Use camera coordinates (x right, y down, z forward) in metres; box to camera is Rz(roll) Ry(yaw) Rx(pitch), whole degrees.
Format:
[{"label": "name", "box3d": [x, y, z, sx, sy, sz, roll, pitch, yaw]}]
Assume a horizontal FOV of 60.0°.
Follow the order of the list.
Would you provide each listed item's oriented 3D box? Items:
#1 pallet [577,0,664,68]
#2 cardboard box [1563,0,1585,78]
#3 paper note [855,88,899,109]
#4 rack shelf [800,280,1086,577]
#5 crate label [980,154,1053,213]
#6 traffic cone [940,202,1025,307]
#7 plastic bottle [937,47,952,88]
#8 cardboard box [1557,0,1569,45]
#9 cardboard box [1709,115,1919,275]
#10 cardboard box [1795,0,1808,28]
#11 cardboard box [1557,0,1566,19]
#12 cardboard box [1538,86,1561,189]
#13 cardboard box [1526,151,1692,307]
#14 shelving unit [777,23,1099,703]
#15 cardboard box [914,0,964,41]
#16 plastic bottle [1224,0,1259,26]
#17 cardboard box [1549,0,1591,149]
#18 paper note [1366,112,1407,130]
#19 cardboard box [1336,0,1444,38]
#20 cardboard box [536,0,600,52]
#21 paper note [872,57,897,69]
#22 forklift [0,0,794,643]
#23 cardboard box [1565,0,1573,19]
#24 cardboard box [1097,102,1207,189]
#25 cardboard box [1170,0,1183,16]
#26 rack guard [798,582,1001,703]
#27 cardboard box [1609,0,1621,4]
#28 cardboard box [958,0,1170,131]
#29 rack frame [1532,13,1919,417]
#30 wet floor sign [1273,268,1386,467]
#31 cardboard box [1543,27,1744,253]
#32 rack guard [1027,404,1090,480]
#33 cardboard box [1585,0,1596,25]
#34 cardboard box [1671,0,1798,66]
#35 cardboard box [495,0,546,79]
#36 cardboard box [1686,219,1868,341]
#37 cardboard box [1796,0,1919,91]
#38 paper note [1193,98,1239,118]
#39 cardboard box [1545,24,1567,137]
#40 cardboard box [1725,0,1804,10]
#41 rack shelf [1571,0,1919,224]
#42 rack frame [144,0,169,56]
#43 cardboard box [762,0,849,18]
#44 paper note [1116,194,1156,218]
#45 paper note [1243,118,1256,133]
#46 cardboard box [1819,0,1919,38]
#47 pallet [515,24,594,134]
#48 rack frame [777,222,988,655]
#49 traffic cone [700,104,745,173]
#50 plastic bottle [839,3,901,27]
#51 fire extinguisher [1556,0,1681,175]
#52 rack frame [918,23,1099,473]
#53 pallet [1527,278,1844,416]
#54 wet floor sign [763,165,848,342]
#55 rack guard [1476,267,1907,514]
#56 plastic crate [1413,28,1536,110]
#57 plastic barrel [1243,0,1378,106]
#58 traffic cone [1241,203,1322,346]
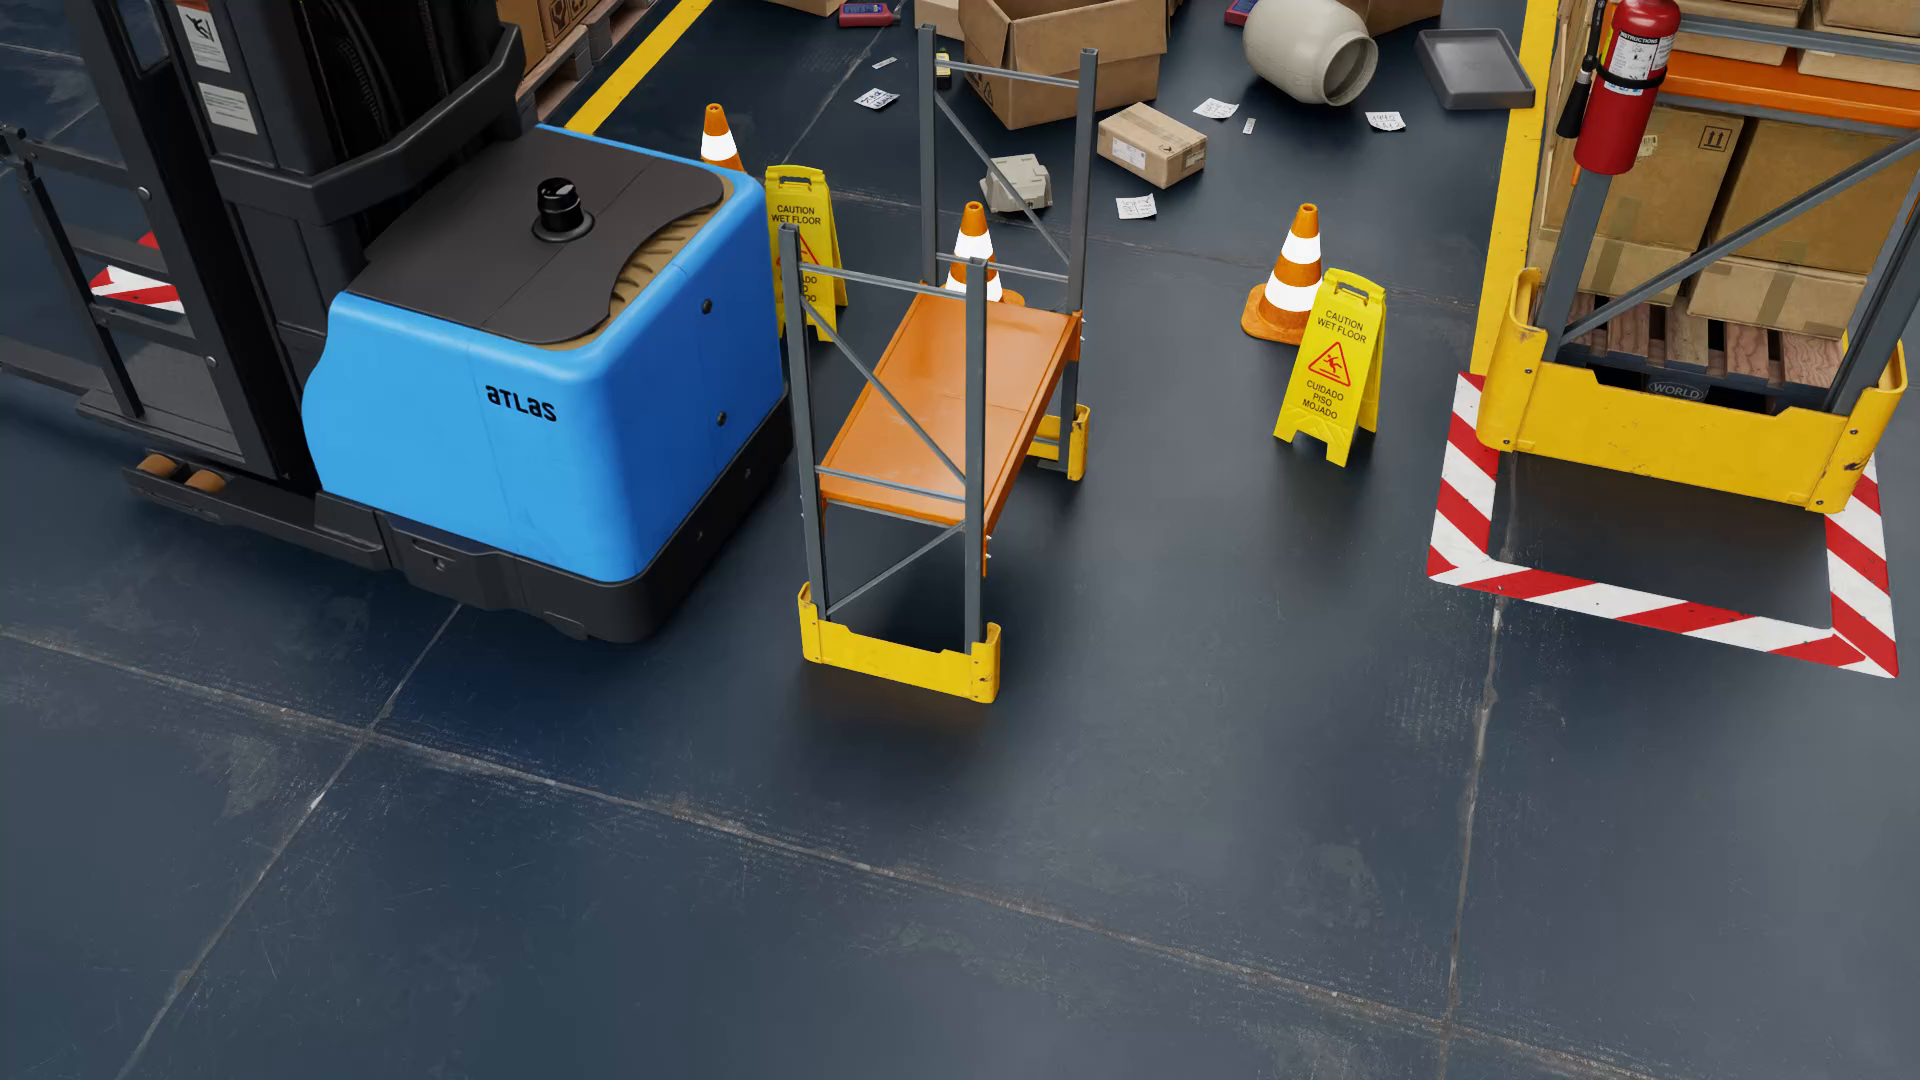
[{"label": "pallet", "box3d": [-1.899, -2.676, 7.834, 1.003, 0.211, 1.213, 13, 46, 13]}, {"label": "cardboard box", "box3d": [2.619, -2.040, 6.319, 0.500, 0.500, 0.500, 12, 46, 12]}, {"label": "paper note", "box3d": [-0.358, -1.909, 7.180, 0.144, 0.017, 0.142, 28, 51, 26]}, {"label": "rack shelf", "box3d": [-0.026, -0.351, 4.793, 0.538, 0.185, 1.000, 13, 46, 13]}, {"label": "crate label", "box3d": [0.229, -1.414, 6.597, 0.250, 0.136, 0.298, -9, 45, -9]}, {"label": "traffic cone", "box3d": [0.050, -0.993, 5.934, 0.336, 0.463, 0.334, 13, 46, 13]}, {"label": "plastic bottle", "box3d": [-0.108, -2.091, 7.343, 0.133, 0.061, 0.283, -2, 44, -2]}, {"label": "cardboard box", "box3d": [2.777, -2.117, 6.934, 0.500, 0.250, 0.500, 12, 46, 12]}, {"label": "cardboard box", "box3d": [2.825, -1.262, 5.525, 0.500, 0.500, 0.500, 11, 45, 11]}, {"label": "cardboard box", "box3d": [2.673, -1.596, 4.916, 0.380, 0.149, 0.250, 13, 46, 13]}, {"label": "cardboard box", "box3d": [2.935, -2.471, 7.296, 0.500, 0.250, 0.500, 15, 46, 15]}, {"label": "cardboard box", "box3d": [2.463, -1.438, 6.241, 0.500, 0.250, 0.500, 13, 46, 13]}, {"label": "cardboard box", "box3d": [2.306, -1.111, 5.906, 0.500, 0.250, 0.500, 12, 46, 12]}, {"label": "shelving unit", "box3d": [-0.023, -0.485, 4.674, 0.587, 1.500, 1.083, 13, 46, 13]}, {"label": "cardboard box", "box3d": [0.008, -2.466, 7.580, 0.396, 0.266, 0.258, 20, 48, 19]}, {"label": "plastic bottle", "box3d": [1.343, -2.485, 7.745, 0.133, 0.061, 0.283, 20, 48, 19]}, {"label": "cardboard box", "box3d": [2.459, -1.705, 5.977, 0.500, 0.500, 0.500, 14, 46, 14]}, {"label": "paper note", "box3d": [1.807, -1.784, 7.051, 0.142, 0.019, 0.148, -2, 44, -2]}, {"label": "cardboard box", "box3d": [1.900, -2.679, 7.629, 0.500, 0.500, 0.500, -24, 49, -22]}, {"label": "cardboard box", "box3d": [-2.031, -2.756, 7.141, 0.875, 0.875, 0.875, 12, 46, 12]}, {"label": "paper note", "box3d": [-0.336, -2.128, 7.418, 0.123, 0.001, 0.032, -33, 53, -29]}, {"label": "forklift", "box3d": [-2.111, -1.426, 4.612, 3.031, 2.935, 1.130, 17, 47, 16]}, {"label": "cardboard box", "box3d": [2.776, -2.393, 6.680, 0.500, 0.500, 0.500, 15, 46, 15]}, {"label": "cardboard box", "box3d": [0.782, -1.614, 6.793, 0.250, 0.149, 0.380, -33, 53, -29]}, {"label": "cardboard box", "box3d": [0.705, -2.820, 7.675, 0.797, 0.637, 0.503, 13, 46, 13]}, {"label": "rack guard", "box3d": [-0.174, 0.293, 4.771, 0.587, 0.250, 0.087, 13, 46, 13]}, {"label": "cardboard box", "box3d": [2.191, -1.729, 5.052, 0.380, 0.149, 0.250, 12, 46, 12]}, {"label": "cardboard box", "box3d": [0.429, -2.146, 7.084, 0.797, 0.503, 0.637, -16, 47, -16]}, {"label": "rack frame", "box3d": [2.310, -1.332, 4.466, 1.000, 3.000, 0.127, 13, 46, 13]}, {"label": "wet floor sign", "box3d": [1.233, -0.590, 5.392, 0.267, 0.644, 0.232, 28, 51, 26]}, {"label": "cardboard box", "box3d": [2.304, -1.356, 5.621, 0.500, 0.500, 0.500, 13, 46, 13]}, {"label": "rack guard", "box3d": [0.128, -0.370, 5.450, 0.587, 0.250, 0.087, 13, 46, 13]}, {"label": "cardboard box", "box3d": [2.352, -1.847, 5.658, 0.380, 0.149, 0.250, 14, 46, 14]}, {"label": "cardboard box", "box3d": [2.220, -1.536, 4.855, 0.380, 0.149, 0.250, 14, 46, 14]}, {"label": "cardboard box", "box3d": [-2.296, -2.169, 6.541, 0.875, 0.875, 0.875, 13, 46, 13]}, {"label": "cardboard box", "box3d": [2.818, -0.978, 5.770, 0.500, 0.250, 0.500, 12, 46, 12]}, {"label": "cardboard box", "box3d": [2.610, -1.424, 4.741, 0.380, 0.149, 0.250, 13, 46, 13]}, {"label": "paper note", "box3d": [1.100, -1.852, 7.129, 0.148, 0.019, 0.142, 28, 51, 26]}, {"label": "cardboard box", "box3d": [2.616, -1.788, 6.599, 0.500, 0.250, 0.500, 11, 45, 11]}, {"label": "cardboard box", "box3d": [2.212, -1.894, 4.756, 0.500, 0.500, 0.500, 12, 46, 12]}, {"label": "rack shelf", "box3d": [2.916, -2.408, 6.080, 1.077, 0.370, 4.000, 13, 46, 13]}, {"label": "rack frame", "box3d": [-2.438, -2.313, 5.469, 1.000, 3.000, 0.127, 13, 46, 13]}, {"label": "cardboard box", "box3d": [-0.719, -2.834, 7.787, 0.500, 0.500, 0.500, 20, 48, 19]}, {"label": "paper note", "box3d": [0.699, -1.322, 6.579, 0.148, 0.019, 0.142, -2, 44, -2]}, {"label": "paper note", "box3d": [1.224, -1.752, 7.033, 0.032, 0.001, 0.123, 13, 46, 13]}, {"label": "cardboard box", "box3d": [2.718, -1.731, 4.590, 0.500, 0.500, 0.500, 12, 46, 12]}, {"label": "pallet", "box3d": [-2.270, -1.865, 7.006, 1.003, 0.211, 1.213, 13, 46, 13]}, {"label": "rack frame", "box3d": [-0.180, -0.140, 4.321, 0.500, 1.500, 0.032, 13, 46, 13]}, {"label": "traffic cone", "box3d": [-0.924, -1.459, 6.410, 0.336, 0.463, 0.334, 13, 46, 13]}, {"label": "plastic bottle", "box3d": [-0.415, -2.427, 7.687, 0.283, 0.061, 0.133, -2, 44, -2]}, {"label": "fire extinguisher", "box3d": [1.836, -1.325, 4.515, 0.296, 0.674, 0.183, 13, 46, 13]}, {"label": "rack frame", "box3d": [0.128, -0.818, 5.014, 0.500, 1.500, 0.032, 13, 46, 13]}, {"label": "pallet", "box3d": [2.613, -0.920, 6.039, 1.003, 0.211, 1.213, 13, 46, 13]}, {"label": "wet floor sign", "box3d": [-0.560, -1.033, 5.844, 0.267, 0.644, 0.232, 5, 45, 5]}, {"label": "rack guard", "box3d": [2.333, -0.489, 5.392, 1.175, 0.500, 0.348, 13, 46, 13]}, {"label": "plastic crate", "box3d": [2.265, -2.081, 7.320, 0.402, 0.080, 0.583, -2, 44, -2]}, {"label": "plastic barrel", "box3d": [1.493, -2.108, 7.102, 0.421, 0.421, 0.512, -24, 49, -22]}, {"label": "traffic cone", "box3d": [1.211, -0.985, 5.925, 0.336, 0.463, 0.334, 13, 46, 13]}]
